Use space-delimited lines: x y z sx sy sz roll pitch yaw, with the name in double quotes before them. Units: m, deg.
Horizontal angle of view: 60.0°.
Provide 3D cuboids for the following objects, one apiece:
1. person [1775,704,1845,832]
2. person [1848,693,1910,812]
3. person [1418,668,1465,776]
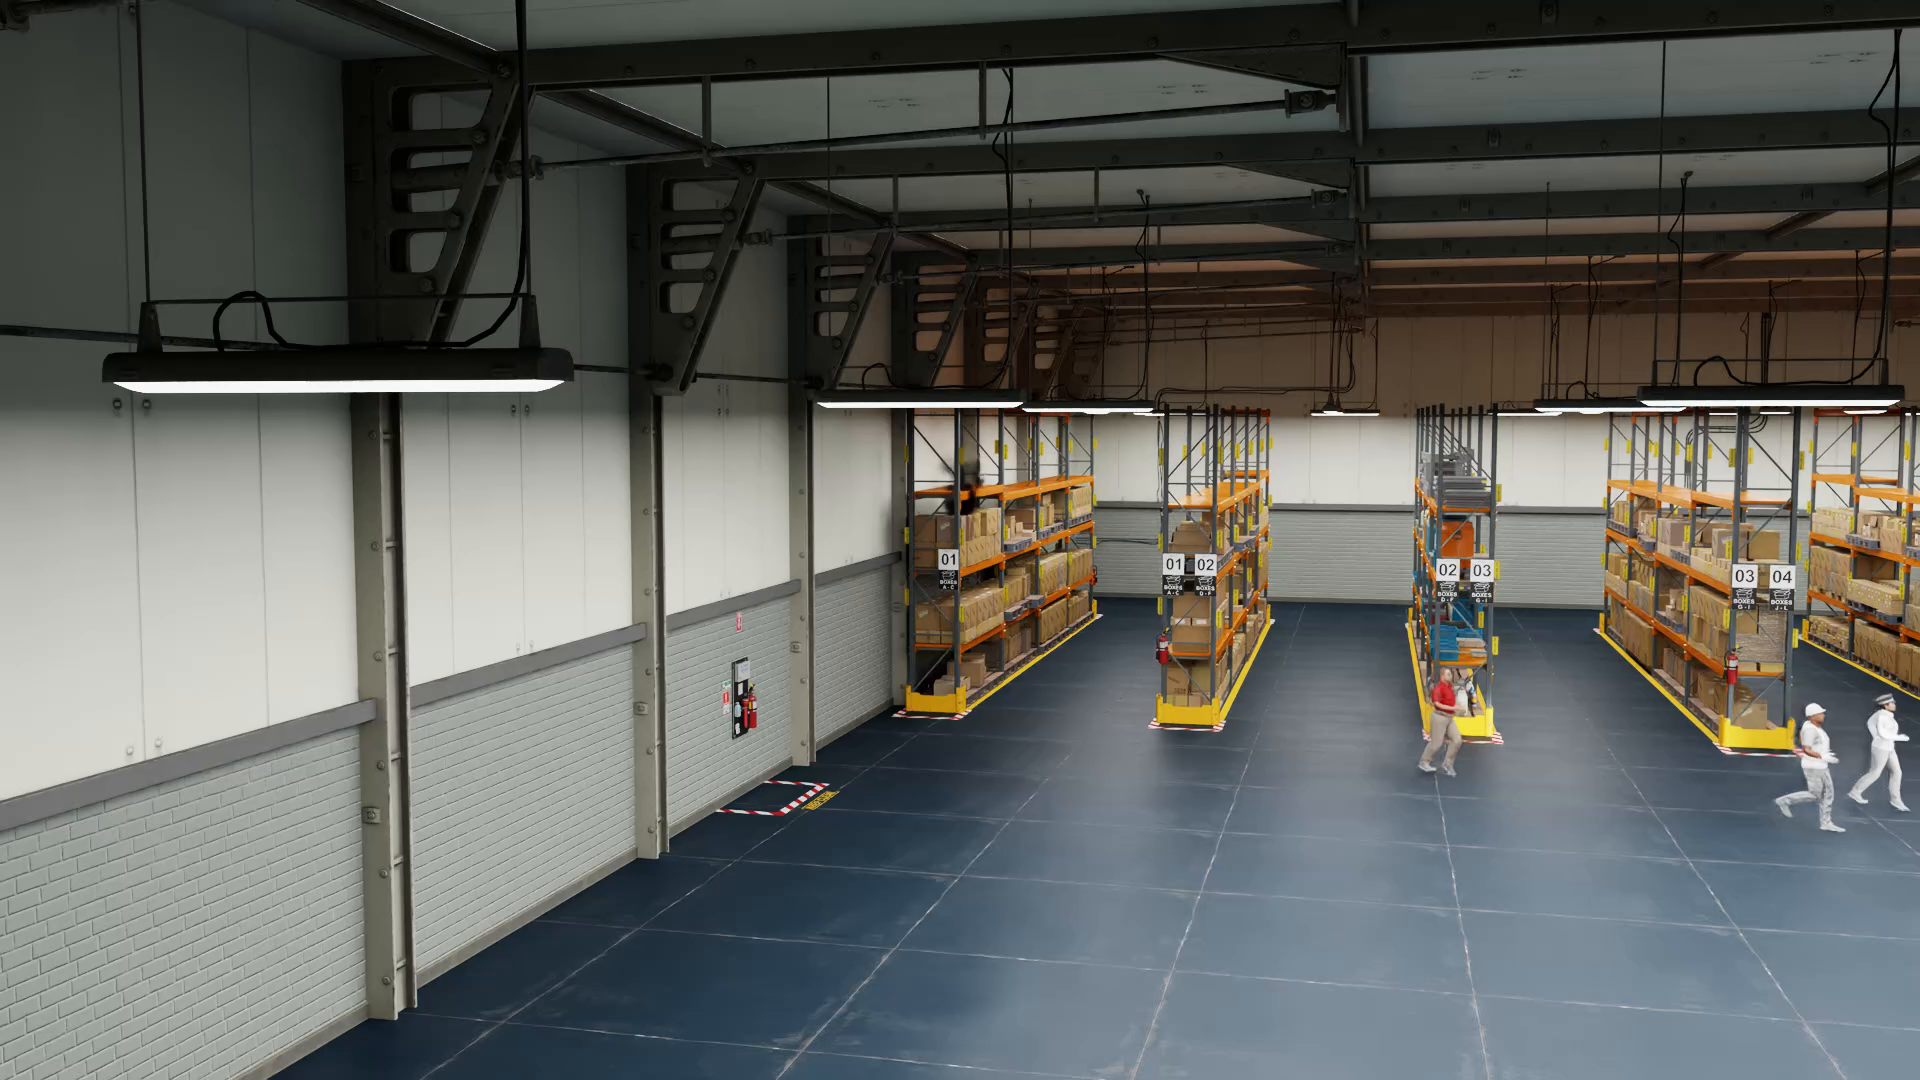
"person" 11.871 3.155 23.164 0.878 1.766 0.681 3 5 35
"person" 13.507 3.105 24.399 0.793 1.742 0.600 3 5 38
"person" 7.761 2.947 26.682 0.765 1.816 0.685 4 6 42
